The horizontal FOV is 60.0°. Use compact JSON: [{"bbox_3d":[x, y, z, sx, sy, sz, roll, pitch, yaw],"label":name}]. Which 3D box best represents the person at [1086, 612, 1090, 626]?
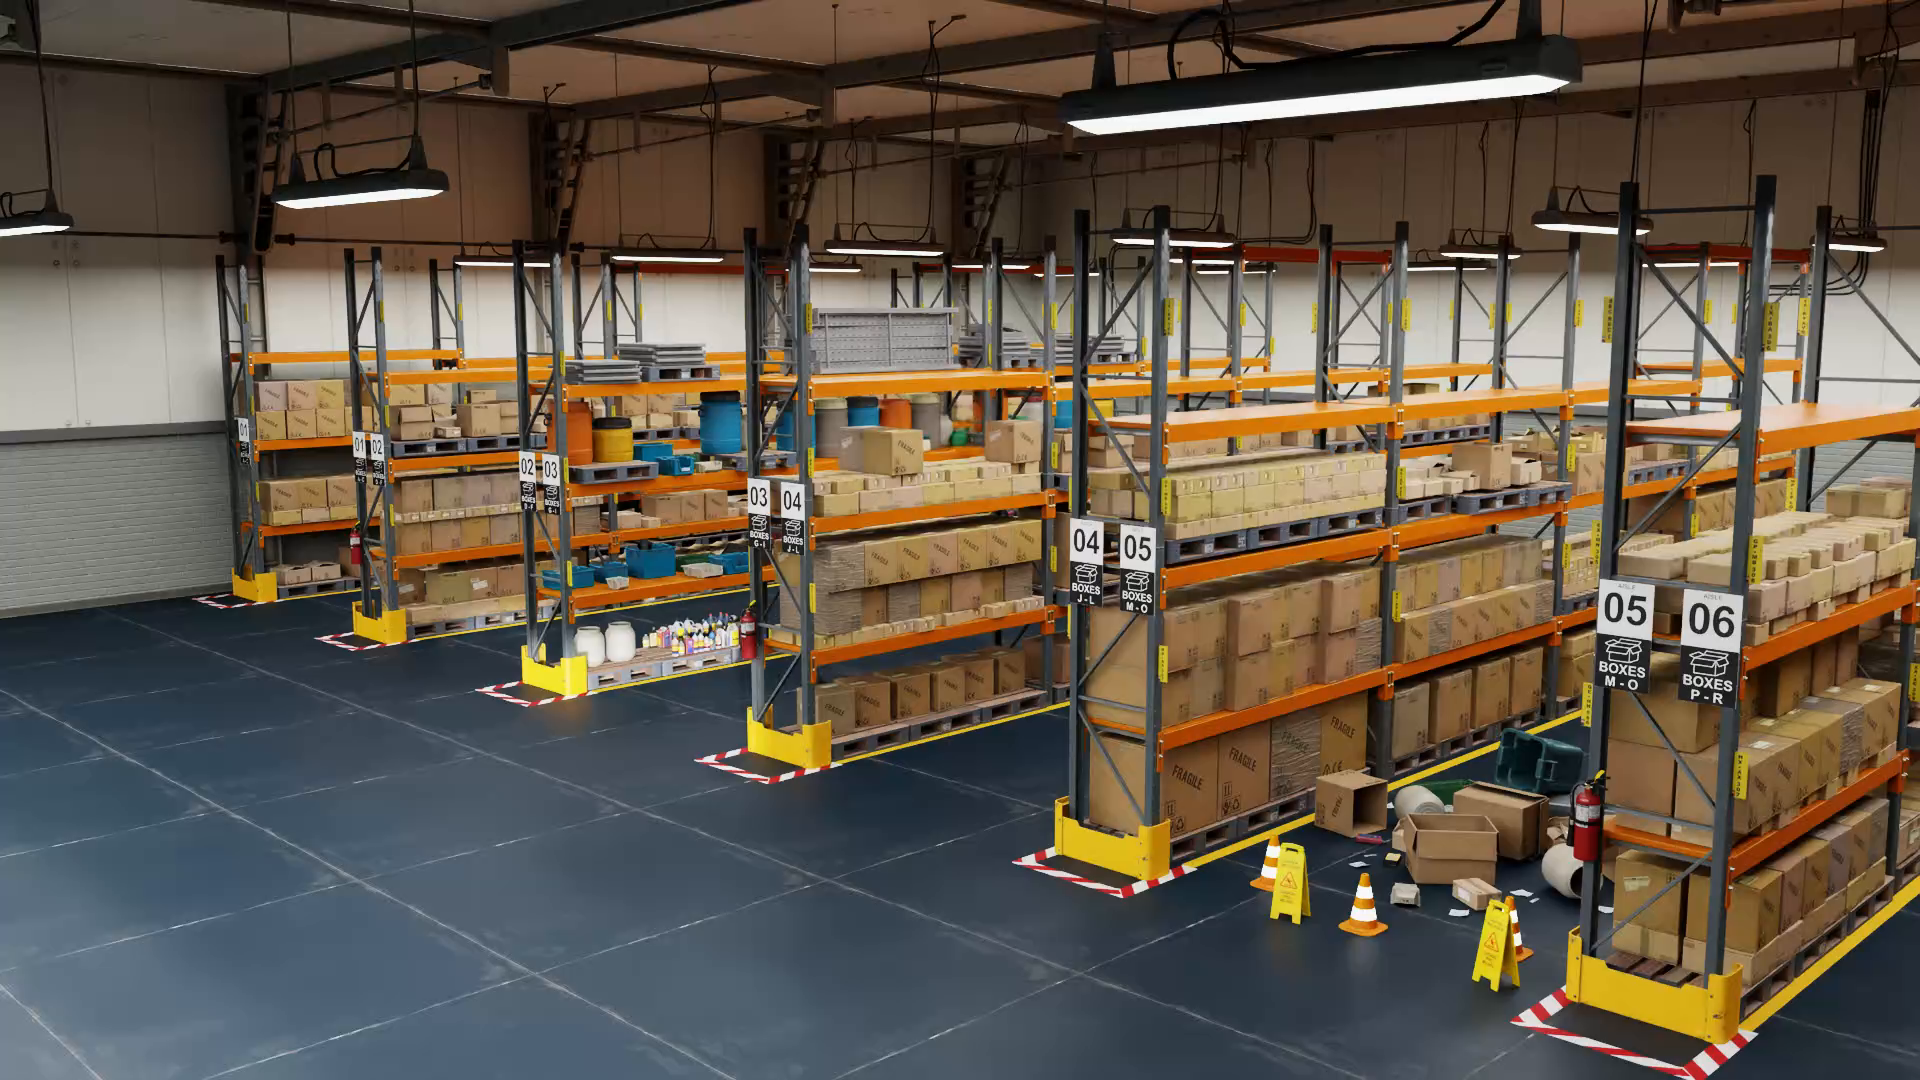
[{"bbox_3d":[1.884,0.498,24.637,0.665,1.713,0.576,5,10,33],"label":"person"}]

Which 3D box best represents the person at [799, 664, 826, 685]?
[{"bbox_3d":[-1.862,1.389,21.010,0.541,1.694,0.718,8,11,43],"label":"person"}]
